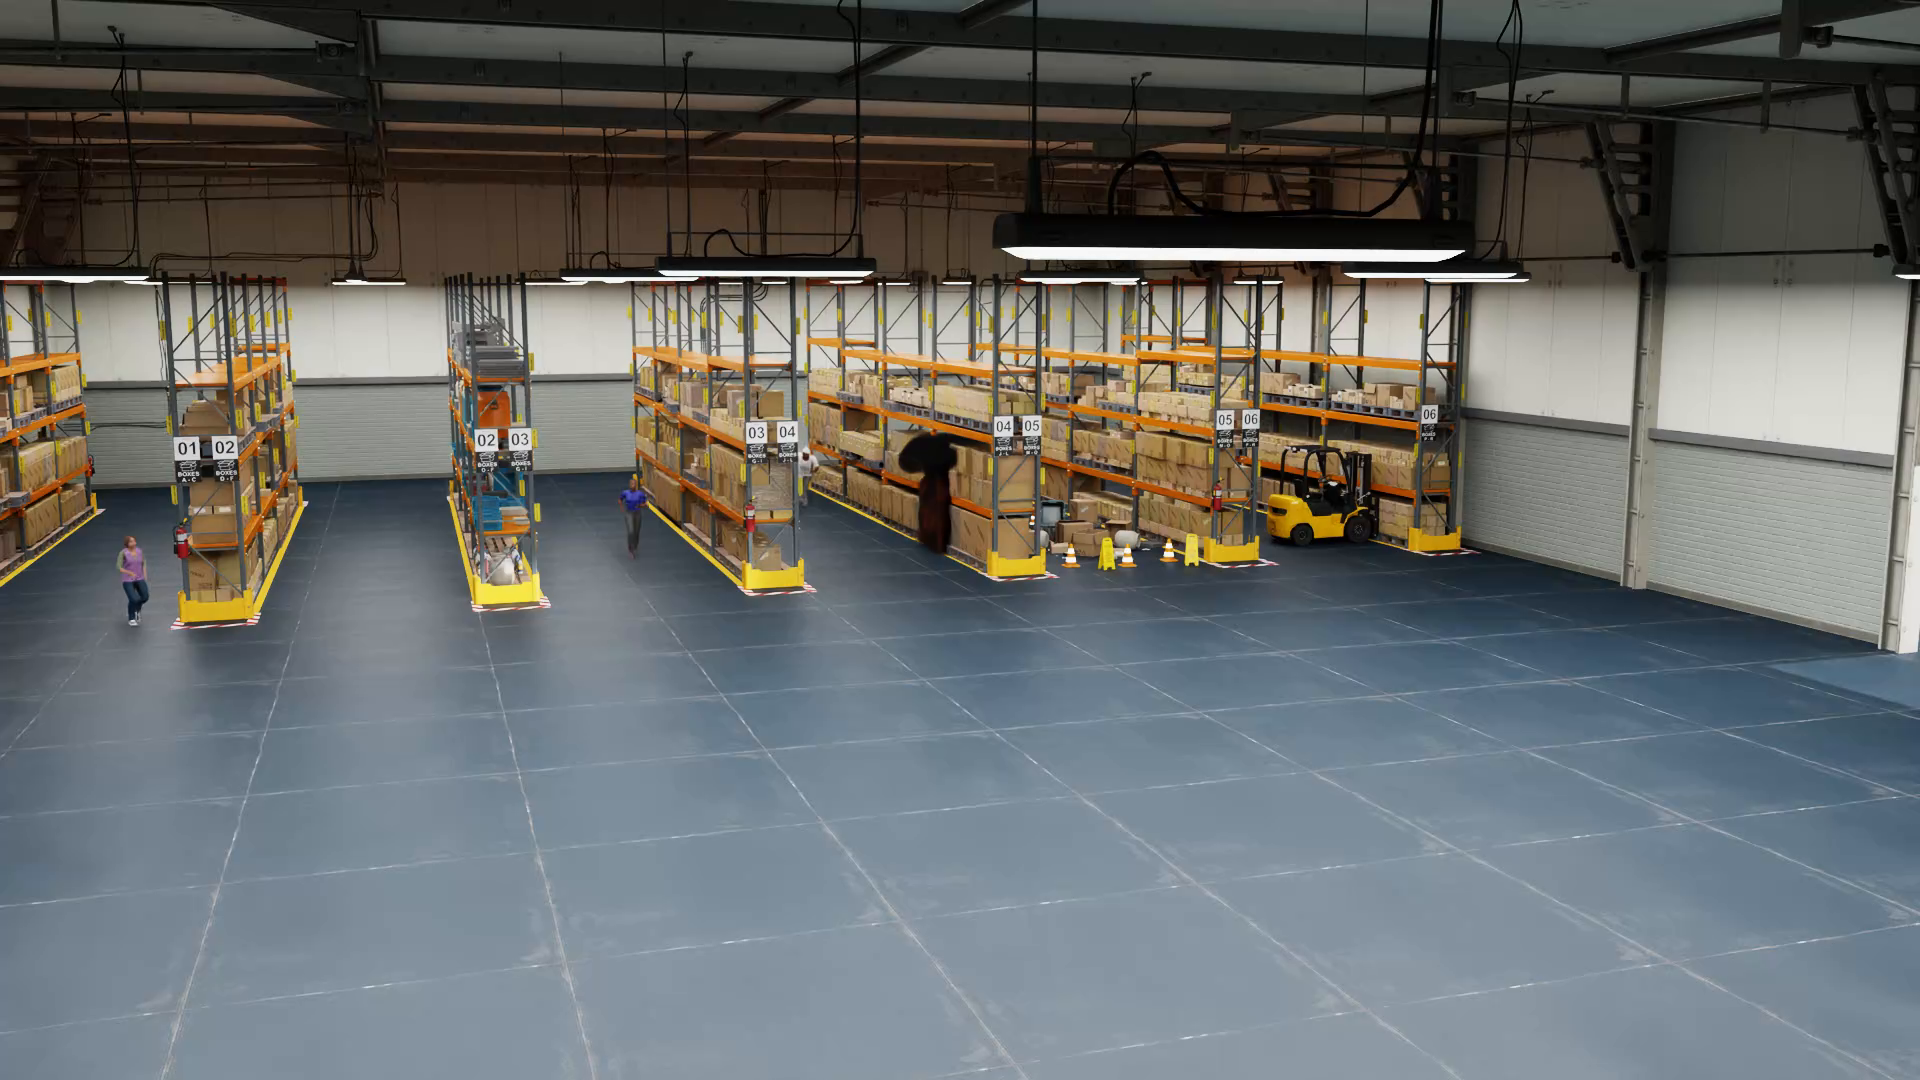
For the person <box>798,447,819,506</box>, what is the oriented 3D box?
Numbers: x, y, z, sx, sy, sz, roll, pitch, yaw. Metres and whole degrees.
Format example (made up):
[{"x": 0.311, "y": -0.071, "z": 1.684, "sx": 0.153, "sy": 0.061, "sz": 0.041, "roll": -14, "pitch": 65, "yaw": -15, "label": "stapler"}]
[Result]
[{"x": -4.114, "y": -1.722, "z": 44.077, "sx": 0.725, "sy": 1.576, "sz": 1.100, "roll": -1, "pitch": 9, "yaw": -8, "label": "person"}]

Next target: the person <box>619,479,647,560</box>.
[{"x": -7.003, "y": -0.426, "z": 35.690, "sx": 0.584, "sy": 1.602, "sz": 0.733, "roll": -3, "pitch": 9, "yaw": -17, "label": "person"}]

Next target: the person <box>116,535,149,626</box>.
[{"x": -14.044, "y": 0.687, "z": 28.288, "sx": 0.549, "sy": 1.559, "sz": 0.544, "roll": 7, "pitch": 11, "yaw": 39, "label": "person"}]
